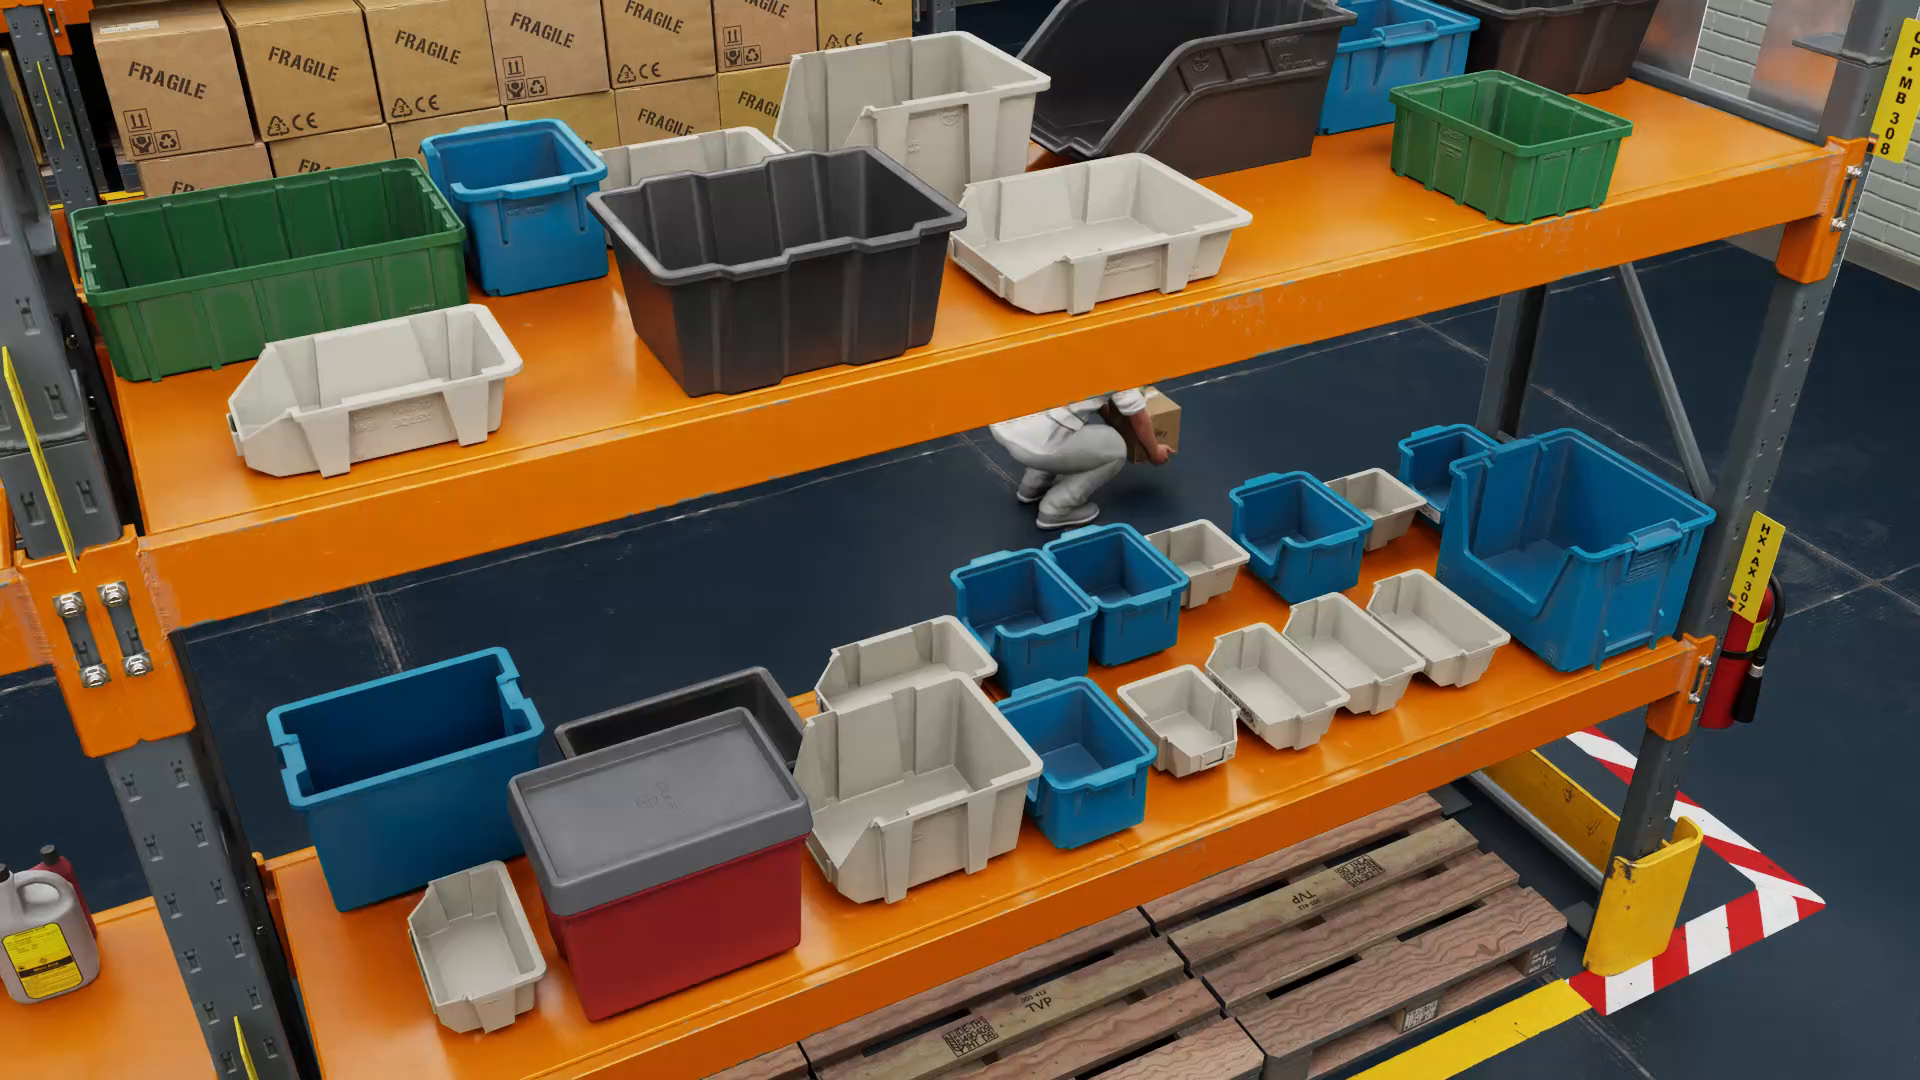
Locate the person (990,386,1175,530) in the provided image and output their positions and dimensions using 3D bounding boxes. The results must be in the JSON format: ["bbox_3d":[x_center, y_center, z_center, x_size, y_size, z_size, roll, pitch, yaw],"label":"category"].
[{"bbox_3d":[0.545,-0.623,7.782,0.911,1.020,0.565,-16,36,-23],"label":"person"}]
